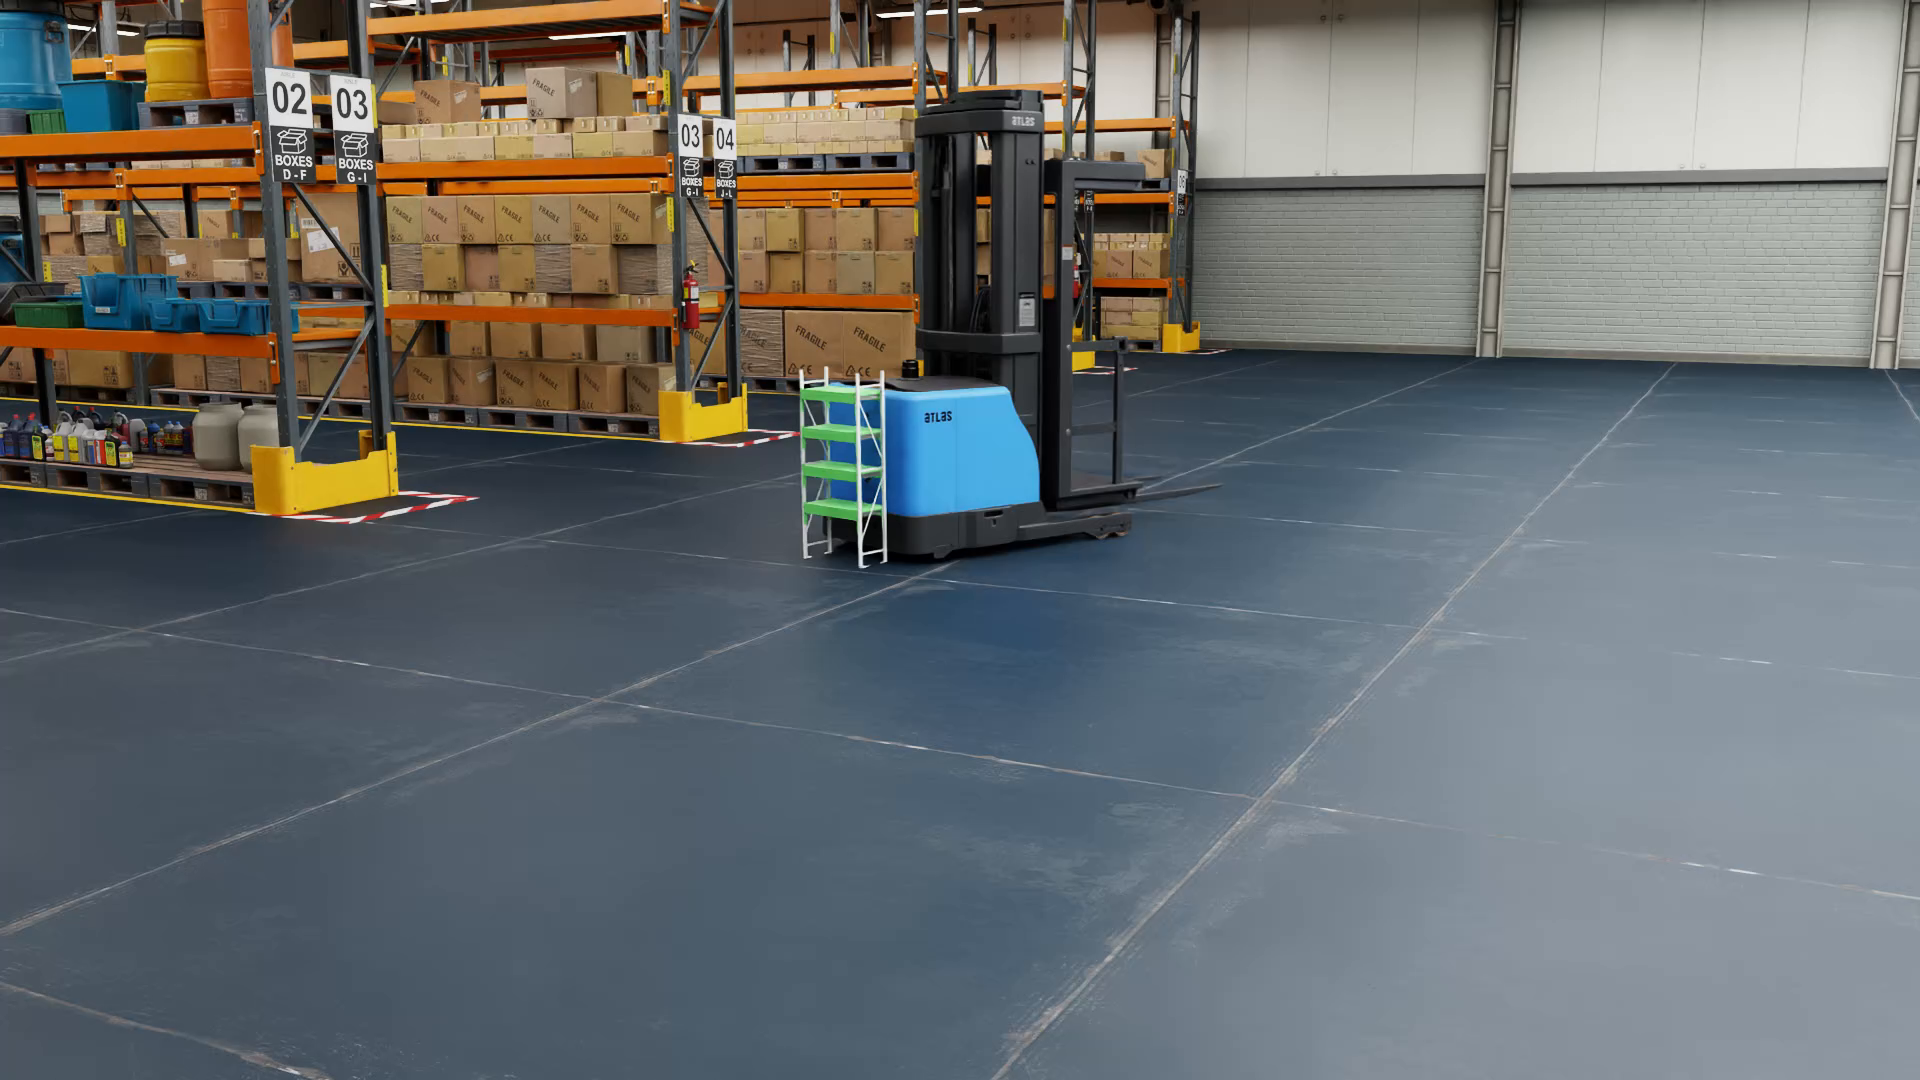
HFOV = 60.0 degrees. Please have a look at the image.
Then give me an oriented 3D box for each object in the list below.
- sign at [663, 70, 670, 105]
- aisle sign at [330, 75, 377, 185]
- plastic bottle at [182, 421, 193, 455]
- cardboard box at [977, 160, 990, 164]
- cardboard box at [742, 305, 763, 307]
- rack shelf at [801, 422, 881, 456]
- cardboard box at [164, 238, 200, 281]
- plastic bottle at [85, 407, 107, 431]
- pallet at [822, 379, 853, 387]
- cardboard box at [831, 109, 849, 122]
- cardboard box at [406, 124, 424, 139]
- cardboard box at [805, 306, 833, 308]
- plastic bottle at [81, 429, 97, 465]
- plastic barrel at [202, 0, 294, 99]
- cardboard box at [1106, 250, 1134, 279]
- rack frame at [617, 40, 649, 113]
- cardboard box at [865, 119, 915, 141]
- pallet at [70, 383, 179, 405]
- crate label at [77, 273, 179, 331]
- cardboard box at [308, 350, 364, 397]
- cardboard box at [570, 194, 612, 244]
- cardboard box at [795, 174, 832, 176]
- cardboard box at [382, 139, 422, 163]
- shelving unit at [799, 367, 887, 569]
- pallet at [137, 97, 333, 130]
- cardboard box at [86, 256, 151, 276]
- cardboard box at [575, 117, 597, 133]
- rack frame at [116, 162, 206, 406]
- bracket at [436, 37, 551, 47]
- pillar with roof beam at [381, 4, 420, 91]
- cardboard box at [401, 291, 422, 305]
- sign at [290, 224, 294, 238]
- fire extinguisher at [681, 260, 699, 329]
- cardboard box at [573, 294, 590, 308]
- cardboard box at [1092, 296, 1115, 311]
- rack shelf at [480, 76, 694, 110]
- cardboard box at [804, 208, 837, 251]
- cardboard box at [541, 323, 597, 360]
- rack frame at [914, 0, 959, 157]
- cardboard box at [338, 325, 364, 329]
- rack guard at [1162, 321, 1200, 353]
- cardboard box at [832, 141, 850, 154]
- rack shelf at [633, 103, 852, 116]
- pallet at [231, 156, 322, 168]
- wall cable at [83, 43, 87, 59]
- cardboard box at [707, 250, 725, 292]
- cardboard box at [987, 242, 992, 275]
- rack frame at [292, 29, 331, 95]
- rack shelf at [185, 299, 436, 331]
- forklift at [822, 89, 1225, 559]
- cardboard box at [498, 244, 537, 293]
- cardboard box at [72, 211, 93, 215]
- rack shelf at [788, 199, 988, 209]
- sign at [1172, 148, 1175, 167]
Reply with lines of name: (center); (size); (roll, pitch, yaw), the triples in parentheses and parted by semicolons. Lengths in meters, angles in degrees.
sign: (-2.838, -4.378, 16.088); (0.005, 0.325, 0.100); (5, 11, 26)
aisle sign: (-4.571, -3.083, 12.540); (0.004, 0.787, 0.394); (5, 11, 26)
plastic bottle: (-6.449, -0.855, 13.926); (0.133, 0.283, 0.061); (5, 12, 27)
cardboard box: (0.315, -5.762, 25.806); (0.500, 0.250, 0.500); (5, 12, 27)
cardboard box: (-4.089, -4.576, 33.932); (0.500, 0.500, 0.500); (5, 11, 25)
rack shelf: (-0.732, -0.633, 10.362); (0.480, 0.148, 0.258); (9, 14, 40)
cardboard box: (-9.246, -3.403, 20.152); (0.500, 0.500, 0.500); (4, 11, 19)
plastic bottle: (-7.476, -0.971, 14.373); (0.185, 0.351, 0.144); (4, 11, 23)
pallet: (-1.040, -2.016, 21.775); (1.213, 0.211, 1.003); (5, 11, 26)
cardboard box: (-1.427, -5.371, 21.066); (0.250, 0.149, 0.380); (5, 12, 27)
cardboard box: (-5.737, -4.382, 17.898); (0.250, 0.149, 0.380); (4, 11, 23)
cardboard box: (-2.617, -4.546, 33.415); (0.625, 0.625, 0.875); (5, 12, 28)
plastic bottle: (-6.945, -0.748, 13.355); (0.135, 0.276, 0.152); (5, 11, 24)
plastic barrel: (-5.258, -3.674, 12.301); (0.708, 0.830, 0.600); (5, 11, 26)
cardboard box: (2.985, -5.017, 30.249); (0.500, 0.500, 0.500); (5, 12, 28)
rack frame: (-6.758, -8.827, 34.732); (0.127, 3.000, 1.000); (5, 11, 26)
cardboard box: (-0.851, -5.136, 20.888); (0.500, 0.250, 0.500); (5, 11, 27)
pallet: (-10.422, -1.886, 21.056); (1.213, 0.211, 1.003); (5, 11, 26)
crate label: (-6.536, -1.881, 13.104); (0.616, 0.435, 0.502); (5, 11, 26)
cardboard box: (-7.122, -1.947, 19.351); (0.500, 0.500, 0.700); (5, 11, 25)
cardboard box: (-3.628, -3.283, 17.024); (0.500, 0.500, 0.500); (5, 11, 26)
cardboard box: (-2.364, -6.083, 27.237); (0.500, 0.250, 0.500); (5, 11, 25)
cardboard box: (-5.871, -4.194, 17.981); (0.500, 0.250, 0.500); (5, 11, 24)
shelving unit: (-0.731, -0.460, 10.395); (0.503, 1.200, 0.258); (9, 14, 40)
pallet: (-5.464, -3.226, 12.740); (1.213, 0.211, 1.003); (5, 11, 26)
cardboard box: (-10.301, -3.232, 20.385); (0.500, 0.500, 0.500); (5, 12, 28)
cardboard box: (-3.672, -4.183, 16.799); (0.250, 0.149, 0.380); (5, 11, 26)
rack frame: (-9.748, -3.184, 20.398); (0.127, 3.000, 1.000); (5, 11, 26)
bracket: (-9.823, -10.976, 36.499); (4.783, 0.066, 0.076); (5, 11, 26)
pillar with roof beam: (-14.269, -8.811, 34.644); (0.548, 9.000, 9.100); (5, 11, 26)
cardboard box: (-5.883, -2.658, 18.199); (0.250, 0.149, 0.380); (5, 11, 26)
sign: (-10.808, -4.942, 26.861); (0.005, 0.325, 0.100); (5, 11, 26)
fire extinguisher: (-2.675, -2.433, 16.465); (0.183, 0.674, 0.296); (5, 11, 26)
cardboard box: (-3.815, -2.499, 17.320); (0.250, 0.149, 0.380); (5, 11, 26)
cardboard box: (2.535, -4.339, 30.513); (0.500, 0.250, 0.500); (5, 11, 27)
rack shelf: (-5.670, -6.211, 23.426); (4.000, 0.370, 1.077); (5, 11, 26)
cardboard box: (-1.581, -4.072, 21.856); (0.550, 0.550, 0.875); (5, 11, 26)
cardboard box: (-5.336, -2.863, 23.767); (0.750, 0.750, 1.050); (5, 11, 26)
rack frame: (-0.289, -6.289, 20.714); (0.127, 3.000, 1.000); (5, 11, 26)
cardboard box: (-9.114, -3.035, 25.417); (0.500, 0.500, 0.500); (4, 11, 23)
rack guard: (4.025, -3.697, 30.254); (0.348, 0.500, 1.175); (5, 11, 26)
cardboard box: (-1.420, -4.978, 21.135); (0.250, 0.149, 0.380); (5, 11, 26)
rack shelf: (-3.570, -7.010, 27.838); (4.000, 0.370, 1.077); (5, 11, 26)
pallet: (-7.599, -4.399, 19.218); (1.003, 0.211, 1.213); (5, 11, 26)
wall cable: (-17.763, -8.752, 34.320); (0.029, 3.000, 0.463); (5, 11, 26)
cardboard box: (-3.037, -3.660, 22.606); (0.550, 0.550, 0.875); (5, 11, 26)
cardboard box: (0.755, -4.370, 25.840); (0.500, 0.500, 0.500); (5, 11, 26)
rack frame: (-12.538, -8.349, 32.092); (0.127, 3.000, 1.000); (5, 11, 26)
rack shelf: (-7.955, -2.672, 19.591); (4.000, 0.370, 1.077); (5, 11, 26)
forklift: (0.558, -1.511, 11.351); (3.031, 2.935, 1.130); (-8, 13, -38)
cardboard box: (-4.429, -2.904, 17.739); (0.500, 0.500, 0.875); (5, 11, 26)
cardboard box: (-14.352, -5.208, 27.660); (0.500, 0.500, 0.500); (5, 11, 25)
rack shelf: (-1.377, -6.524, 32.451); (4.000, 0.370, 1.077); (5, 11, 26)
sign: (3.751, -6.716, 29.230); (0.005, 0.325, 0.100); (5, 11, 26)
